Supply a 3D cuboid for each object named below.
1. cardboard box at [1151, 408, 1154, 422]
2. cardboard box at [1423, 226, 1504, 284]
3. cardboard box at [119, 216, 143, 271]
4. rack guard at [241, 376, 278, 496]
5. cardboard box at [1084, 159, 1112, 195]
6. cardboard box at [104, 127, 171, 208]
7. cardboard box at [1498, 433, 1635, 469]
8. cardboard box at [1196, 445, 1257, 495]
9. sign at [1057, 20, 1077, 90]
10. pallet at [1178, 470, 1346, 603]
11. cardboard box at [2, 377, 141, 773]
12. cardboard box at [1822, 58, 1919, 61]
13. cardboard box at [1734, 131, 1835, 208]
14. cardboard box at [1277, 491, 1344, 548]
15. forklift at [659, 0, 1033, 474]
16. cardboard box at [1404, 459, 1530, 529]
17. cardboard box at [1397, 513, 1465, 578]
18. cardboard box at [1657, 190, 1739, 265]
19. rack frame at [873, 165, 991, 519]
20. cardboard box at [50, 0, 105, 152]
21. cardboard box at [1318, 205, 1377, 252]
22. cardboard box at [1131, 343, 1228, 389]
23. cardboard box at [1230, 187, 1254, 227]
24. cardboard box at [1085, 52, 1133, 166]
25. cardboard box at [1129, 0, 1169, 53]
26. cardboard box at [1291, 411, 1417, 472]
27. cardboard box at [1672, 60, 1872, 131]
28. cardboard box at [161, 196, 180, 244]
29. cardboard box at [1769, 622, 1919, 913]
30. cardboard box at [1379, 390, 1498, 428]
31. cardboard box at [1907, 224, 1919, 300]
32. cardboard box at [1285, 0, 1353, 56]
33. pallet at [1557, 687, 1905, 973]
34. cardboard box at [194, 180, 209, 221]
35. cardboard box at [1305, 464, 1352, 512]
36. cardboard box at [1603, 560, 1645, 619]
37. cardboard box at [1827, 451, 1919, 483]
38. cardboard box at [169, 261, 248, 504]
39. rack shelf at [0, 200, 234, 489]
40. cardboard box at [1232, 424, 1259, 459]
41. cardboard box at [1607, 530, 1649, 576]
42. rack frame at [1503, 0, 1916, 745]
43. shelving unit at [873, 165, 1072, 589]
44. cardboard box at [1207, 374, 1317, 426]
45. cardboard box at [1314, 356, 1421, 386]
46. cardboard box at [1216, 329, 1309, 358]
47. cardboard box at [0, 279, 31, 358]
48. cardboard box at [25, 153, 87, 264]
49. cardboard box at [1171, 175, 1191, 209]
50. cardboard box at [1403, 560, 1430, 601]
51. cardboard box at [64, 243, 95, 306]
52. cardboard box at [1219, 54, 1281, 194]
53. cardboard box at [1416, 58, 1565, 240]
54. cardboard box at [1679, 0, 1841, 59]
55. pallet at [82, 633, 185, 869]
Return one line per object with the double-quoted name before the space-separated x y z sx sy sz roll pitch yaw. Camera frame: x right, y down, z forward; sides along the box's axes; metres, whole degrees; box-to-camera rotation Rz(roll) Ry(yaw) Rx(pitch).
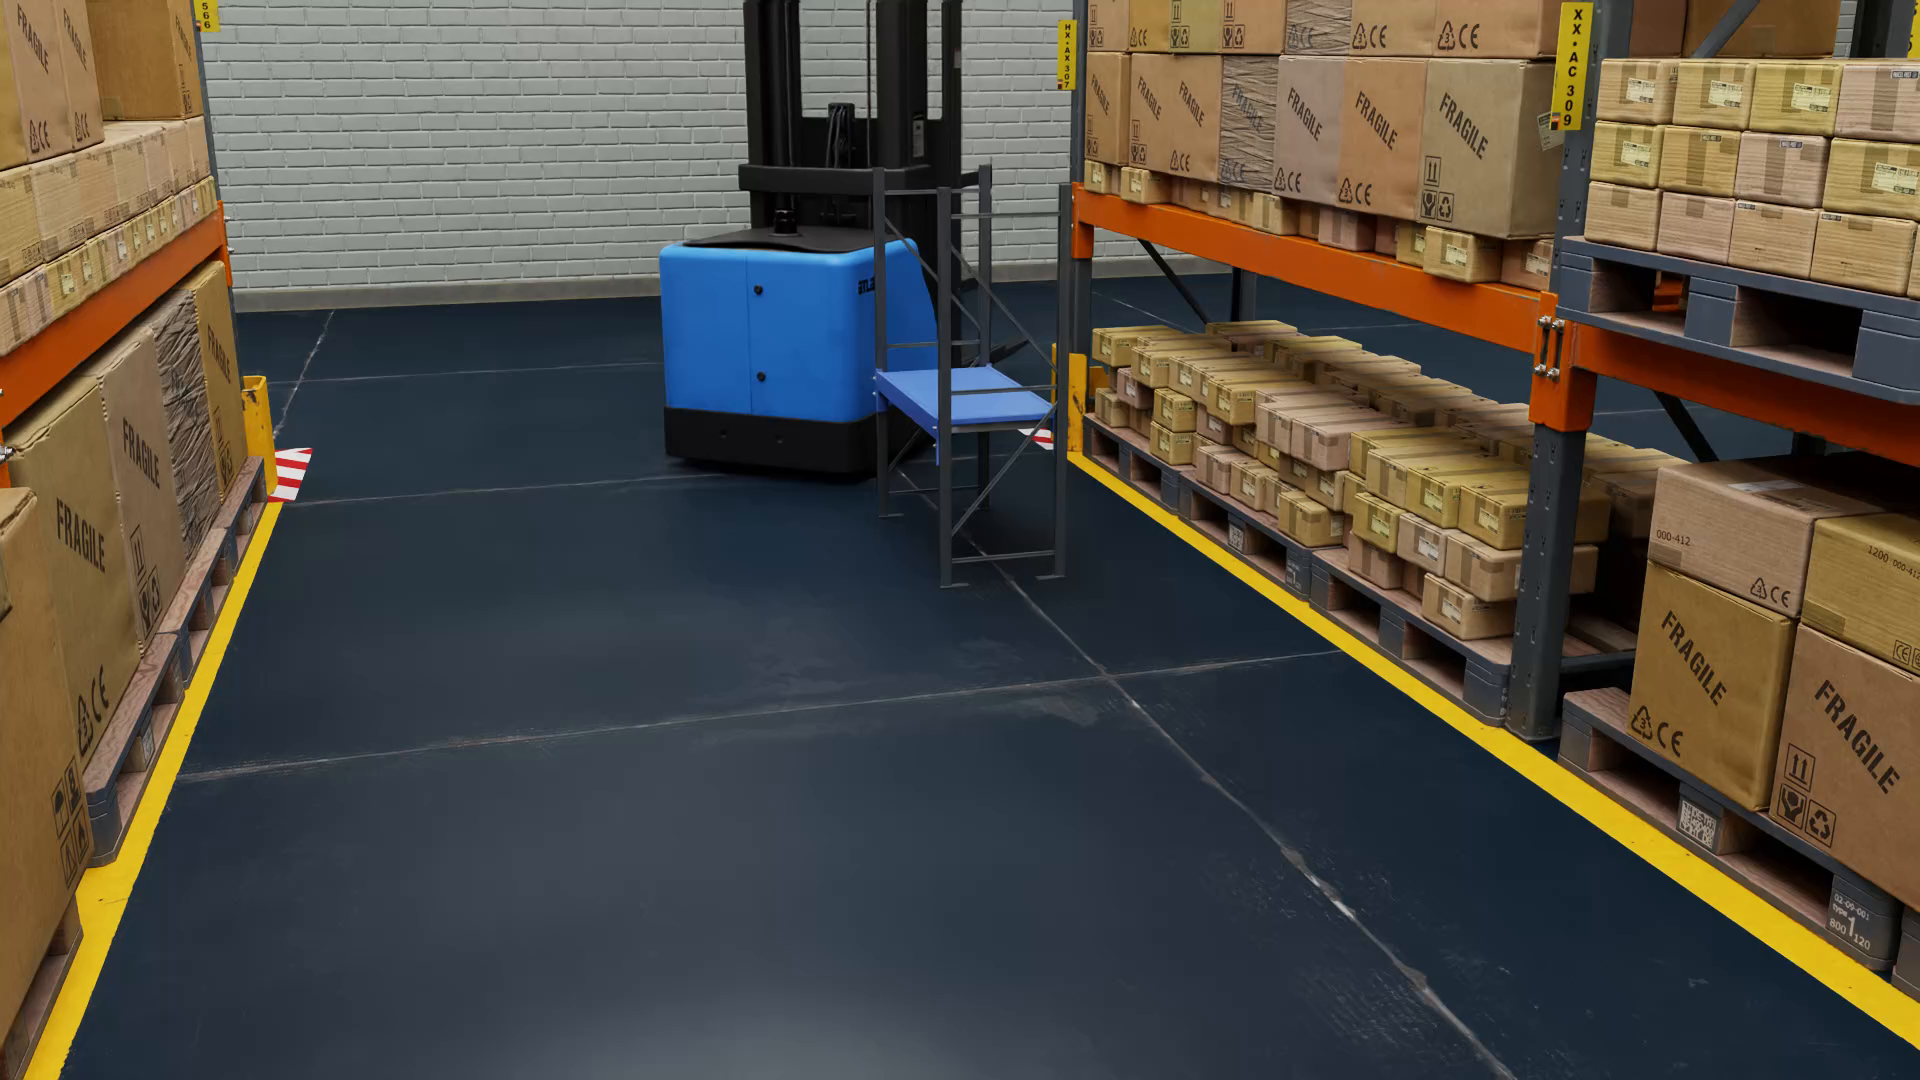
"cardboard box" 1.108 -0.524 7.708 0.380 0.149 0.250 -5 17 -15
"cardboard box" 1.666 -0.889 5.134 0.380 0.149 0.250 -5 17 -17
"cardboard box" -2.843 -0.941 5.307 0.380 0.149 0.250 -5 17 -17
"rack guard" -3.757 -0.438 7.541 1.175 0.500 0.348 -5 17 -15
"cardboard box" 0.820 -1.757 8.023 0.380 0.149 0.250 -5 17 -16
"cardboard box" -3.083 -1.305 5.826 0.500 0.250 0.500 -5 18 -17
"cardboard box" 2.114 -0.265 5.813 0.380 0.149 0.250 -5 17 -16
"cardboard box" 1.219 -0.306 6.982 0.380 0.149 0.250 -6 18 -18
"sign" 0.524 -2.364 8.104 0.100 0.325 0.005 -5 17 -15
"pallet" 1.588 -0.072 6.824 1.003 0.211 1.213 -5 17 -15
"cardboard box" -2.756 0.106 4.350 0.875 0.875 0.875 -5 17 -15
"cardboard box" 2.443 -1.156 4.260 0.380 0.149 0.250 -4 17 -13
"cardboard box" 1.956 -0.821 3.662 0.380 0.149 0.250 -4 17 -14
"cardboard box" 1.425 -0.090 6.262 0.380 0.149 0.250 -5 17 -15
"forklift" -0.419 -2.096 8.836 1.130 2.935 3.031 7 18 21
"cardboard box" 1.689 -0.152 5.436 0.380 0.149 0.250 -4 17 -15
"cardboard box" 1.667 0.000 5.447 0.380 0.149 0.250 -6 18 -18
"cardboard box" 1.893 -0.745 3.926 0.380 0.149 0.250 -4 17 -14
"rack frame" -0.116 -0.835 7.126 0.500 1.500 0.032 -5 17 -15
"cardboard box" -2.813 -1.385 4.788 0.500 0.500 0.500 -5 18 -17
"cardboard box" 1.500 -1.114 5.882 0.380 0.149 0.250 -5 18 -18
"cardboard box" 1.001 -0.795 7.576 0.380 0.149 0.250 -5 17 -15
"cardboard box" 1.298 -1.329 6.600 0.380 0.149 0.250 -4 17 -13
"cardboard box" 0.904 -2.037 7.828 0.500 0.500 0.500 -4 17 -13
"cardboard box" 1.059 -2.378 7.224 0.500 0.500 0.500 -4 17 -14
"cardboard box" 1.454 -0.366 6.148 0.380 0.149 0.250 -6 18 -18
"cardboard box" 1.894 -1.030 3.839 0.380 0.149 0.250 -4 17 -14
"cardboard box" -3.054 -1.153 6.014 0.380 0.149 0.250 -5 17 -16
"cardboard box" 2.240 0.481 3.750 0.500 0.500 0.500 -4 17 -13
"cardboard box" 1.875 -0.481 6.532 0.380 0.149 0.250 -5 18 -18
"cardboard box" 2.096 -0.536 3.229 0.380 0.149 0.250 -5 18 -18
"cardboard box" 1.482 -1.949 5.798 0.500 0.500 0.500 -4 17 -14
"pallet" 2.361 0.665 4.373 1.003 0.211 1.213 -5 17 -15
"cardboard box" -3.263 -1.364 6.715 0.380 0.149 0.250 -5 17 -15
"cardboard box" 1.513 -0.219 6.176 0.380 0.149 0.250 -4 17 -14
"cardboard box" 2.354 0.152 5.458 0.380 0.149 0.250 -5 18 -18
"cardboard box" 2.593 -0.063 4.260 0.500 0.250 0.500 -5 17 -17
"cardboard box" -3.498 -0.641 6.836 0.875 0.875 0.875 -5 17 -15
"rack shelf" -3.201 -0.731 5.421 1.077 0.370 4.000 -5 17 -15
"cardboard box" 1.361 -0.447 6.936 0.380 0.149 0.250 -4 17 -12
"cardboard box" 2.353 0.010 5.413 0.380 0.149 0.250 -4 17 -13
"rack frame" 2.145 -0.886 4.688 1.000 3.000 0.127 -5 17 -15
"shelving unit" 0.023 -0.695 6.658 0.538 1.500 1.048 -5 17 -15
"cardboard box" 1.244 -0.579 6.857 0.380 0.149 0.250 -4 17 -14
"cardboard box" 1.780 -0.705 7.275 0.380 0.149 0.250 -4 17 -13
"cardboard box" 1.449 -0.913 7.968 0.380 0.149 0.250 -4 17 -14
"cardboard box" -2.413 -0.510 3.872 0.380 0.149 0.250 -5 17 -15
"cardboard box" -2.661 -0.881 4.415 0.500 0.250 0.500 -5 17 -16
"cardboard box" 1.155 -1.550 7.335 0.380 0.149 0.250 -4 17 -13
"cardboard box" 1.719 0.118 5.570 0.380 0.149 0.250 -4 17 -14
"cardboard box" -2.632 -0.728 4.598 0.380 0.149 0.250 -5 17 -17
"cardboard box" 1.344 -1.614 6.420 0.500 0.500 0.500 -5 17 -17
"cardboard box" 1.741 -1.188 5.002 0.500 0.500 0.500 -5 17 -15
"cardboard box" 2.256 -1.699 4.967 0.500 0.500 0.500 -4 17 -14
"pallet" -2.785 0.597 4.598 1.003 0.211 1.213 -5 17 -15
